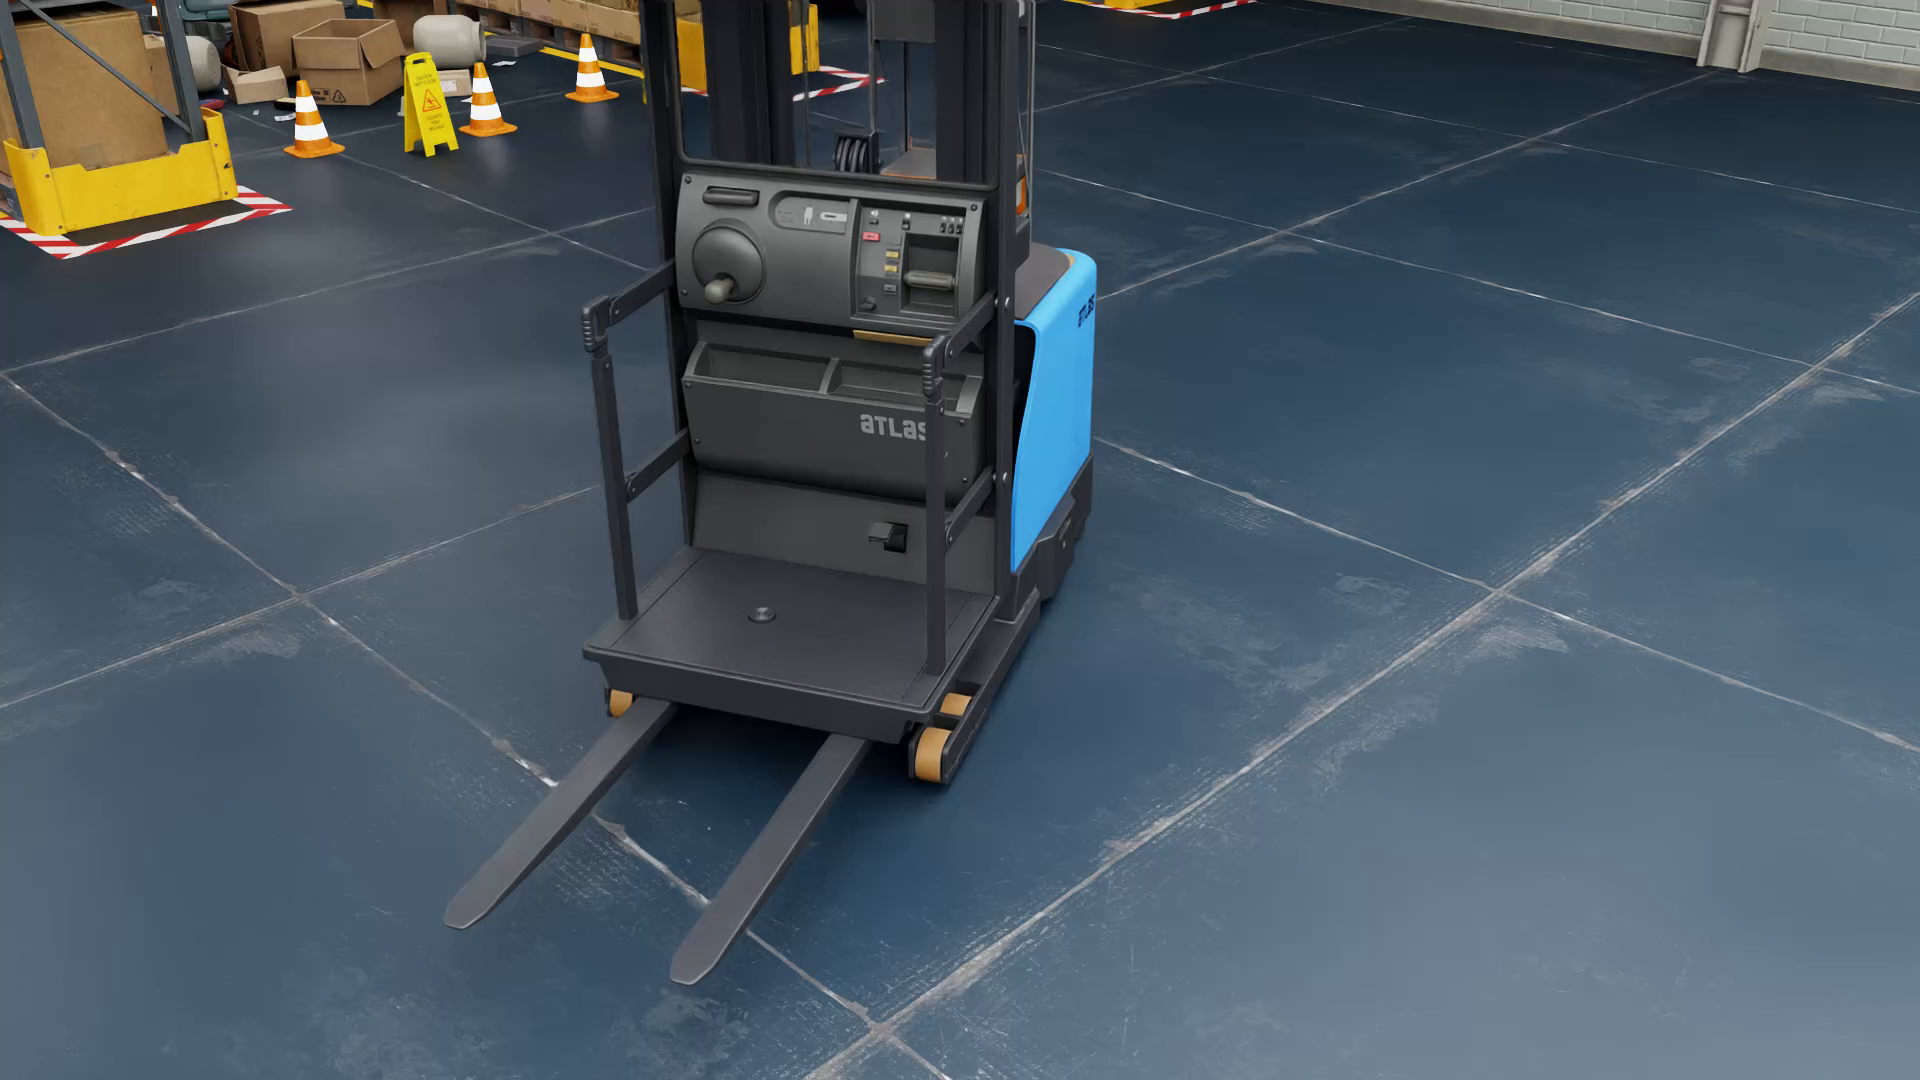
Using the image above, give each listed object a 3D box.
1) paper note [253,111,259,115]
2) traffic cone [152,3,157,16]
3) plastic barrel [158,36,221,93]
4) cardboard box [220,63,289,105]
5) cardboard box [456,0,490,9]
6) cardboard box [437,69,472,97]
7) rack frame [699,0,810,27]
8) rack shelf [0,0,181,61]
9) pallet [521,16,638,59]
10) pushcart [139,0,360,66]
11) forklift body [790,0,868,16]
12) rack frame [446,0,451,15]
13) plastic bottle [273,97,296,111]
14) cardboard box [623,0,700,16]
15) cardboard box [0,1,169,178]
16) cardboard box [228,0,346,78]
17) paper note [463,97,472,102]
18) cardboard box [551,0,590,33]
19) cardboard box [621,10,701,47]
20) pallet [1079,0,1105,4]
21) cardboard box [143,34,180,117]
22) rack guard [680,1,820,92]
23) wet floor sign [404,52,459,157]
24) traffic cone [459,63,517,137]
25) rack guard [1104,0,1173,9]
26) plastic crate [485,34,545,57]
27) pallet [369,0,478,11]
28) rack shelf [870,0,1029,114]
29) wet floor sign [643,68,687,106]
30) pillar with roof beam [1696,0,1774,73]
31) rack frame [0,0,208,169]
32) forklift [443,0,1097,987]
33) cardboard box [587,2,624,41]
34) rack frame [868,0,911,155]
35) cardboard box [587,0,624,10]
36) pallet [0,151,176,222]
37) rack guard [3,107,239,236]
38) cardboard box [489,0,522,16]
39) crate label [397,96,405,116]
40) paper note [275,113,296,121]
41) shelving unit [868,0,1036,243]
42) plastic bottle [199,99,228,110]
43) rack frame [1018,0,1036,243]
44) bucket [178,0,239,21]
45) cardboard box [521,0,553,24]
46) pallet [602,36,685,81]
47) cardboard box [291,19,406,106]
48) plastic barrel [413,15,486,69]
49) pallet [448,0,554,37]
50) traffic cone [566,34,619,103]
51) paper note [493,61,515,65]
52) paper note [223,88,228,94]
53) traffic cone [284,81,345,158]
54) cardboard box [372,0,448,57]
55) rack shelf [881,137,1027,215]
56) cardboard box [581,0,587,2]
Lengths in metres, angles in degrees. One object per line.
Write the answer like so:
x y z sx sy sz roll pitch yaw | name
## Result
-5.168 -3.138 12.207 0.032 0.001 0.123 -7 29 -14 | paper note
-7.218 -4.883 15.040 0.334 0.463 0.336 25 36 38 | traffic cone
-5.958 -3.626 12.692 0.512 0.421 0.421 -3 28 -5 | plastic barrel
-5.326 -3.468 12.560 0.396 0.266 0.258 -18 33 -31 | cardboard box
-4.213 -4.990 15.021 0.500 0.250 0.500 23 35 36 | cardboard box
-3.943 -3.494 12.734 0.380 0.149 0.250 -7 29 -14 | cardboard box
-1.592 -4.998 12.533 0.127 3.000 1.000 25 36 38 | rack frame
-6.417 -3.657 10.754 4.000 0.370 1.077 25 36 38 | rack shelf
-3.067 -4.464 14.512 1.213 0.211 1.003 25 36 38 | pallet
-6.007 -4.370 14.155 0.936 0.377 1.648 12 30 22 | pushcart
-0.746 -6.284 15.891 1.214 2.155 2.313 25 36 38 | forklift body
-4.444 -6.303 15.015 0.127 3.000 1.000 25 36 38 | rack frame
-4.993 -3.238 12.343 0.283 0.061 0.133 12 30 22 | plastic bottle
-2.346 -4.474 13.233 0.500 0.500 0.500 25 37 39 | cardboard box
-5.520 -2.767 10.122 0.875 0.875 0.875 25 37 39 | cardboard box
-5.292 -3.989 13.149 0.503 0.637 0.797 25 36 38 | cardboard box
-3.662 -3.332 12.554 0.142 0.019 0.148 12 30 22 | paper note
-3.098 -4.482 14.054 0.500 0.250 0.500 23 35 37 | cardboard box
-2.374 -4.149 13.422 0.500 0.250 0.500 24 36 38 | cardboard box
1.310 -5.648 16.765 1.213 0.211 1.003 25 36 38 | pallet
-6.016 -3.357 12.094 0.500 0.500 0.500 -18 33 -31 | cardboard box
-1.646 -3.917 13.162 0.348 0.500 1.175 25 36 38 | rack guard
-3.582 -2.928 11.126 0.232 0.644 0.267 18 33 30 | wet floor sign
-3.339 -3.108 11.664 0.334 0.463 0.336 25 36 38 | traffic cone
1.902 -5.533 16.235 0.348 0.500 1.175 25 36 38 | rack guard
-3.900 -4.227 14.203 0.583 0.080 0.402 12 30 22 | plastic crate
-5.001 -5.323 16.146 1.213 0.211 1.003 25 36 38 | pallet
-0.024 -1.827 5.993 0.480 0.518 0.431 8 29 16 | rack shelf
-2.207 -3.539 12.287 0.267 0.644 0.232 -13 30 -22 | wet floor sign
3.281 -6.442 8.832 0.400 9.000 9.100 25 36 38 | pillar with roof beam
-4.991 -3.323 9.346 0.127 3.000 1.000 25 36 38 | rack frame
-0.452 -0.793 4.609 1.130 2.935 3.031 9 29 16 | forklift
-2.721 -4.313 13.733 0.500 0.250 0.500 25 37 39 | cardboard box
-0.257 -1.254 6.378 0.015 2.100 0.400 8 29 16 | rack frame
-2.721 -4.643 13.555 0.500 0.500 0.500 -24 36 -37 | cardboard box
-5.616 -2.323 10.442 1.213 0.211 1.003 25 36 38 | pallet
-4.973 -2.208 9.913 0.348 0.500 1.175 25 36 38 | rack guard
-3.824 -4.820 14.696 0.500 0.250 0.500 -23 35 -36 | cardboard box
-3.943 -3.200 12.189 0.298 0.136 0.250 7 29 13 | crate label
-4.889 -3.069 12.056 0.144 0.017 0.142 -13 30 -22 | paper note
-0.024 -1.219 6.313 0.503 2.100 0.431 8 29 16 | shelving unit
-5.561 -3.212 12.293 0.133 0.061 0.283 12 30 22 | plastic bottle
0.209 -1.185 6.247 0.015 2.100 0.400 8 29 16 | rack frame
-6.129 -4.572 13.607 0.726 0.611 0.620 -13 20 -22 | bucket
-3.444 -4.648 14.369 0.500 0.250 0.500 24 36 38 | cardboard box
-2.201 -4.066 13.755 1.213 0.211 1.003 25 36 38 | pallet
-4.620 -3.626 12.606 0.637 0.503 0.797 2 28 4 | cardboard box
-4.126 -4.030 13.459 0.512 0.421 0.421 -3 28 -5 | plastic barrel
-3.941 -4.862 15.269 1.213 0.211 1.003 25 36 38 | pallet
-2.803 -3.588 12.576 0.334 0.463 0.336 25 36 38 | traffic cone
-3.750 -3.931 13.693 0.148 0.019 0.142 12 30 22 | paper note
-5.592 -3.474 12.833 0.172 0.023 0.155 -13 30 -22 | paper note
-4.374 -2.844 11.162 0.334 0.463 0.336 25 36 38 | traffic cone
-4.634 -4.397 14.072 0.500 0.500 0.500 -3 28 -5 | cardboard box
-0.024 -1.207 6.319 0.480 0.518 0.431 8 29 16 | rack shelf
-3.076 -4.810 13.872 0.500 0.500 0.500 24 36 37 | cardboard box
